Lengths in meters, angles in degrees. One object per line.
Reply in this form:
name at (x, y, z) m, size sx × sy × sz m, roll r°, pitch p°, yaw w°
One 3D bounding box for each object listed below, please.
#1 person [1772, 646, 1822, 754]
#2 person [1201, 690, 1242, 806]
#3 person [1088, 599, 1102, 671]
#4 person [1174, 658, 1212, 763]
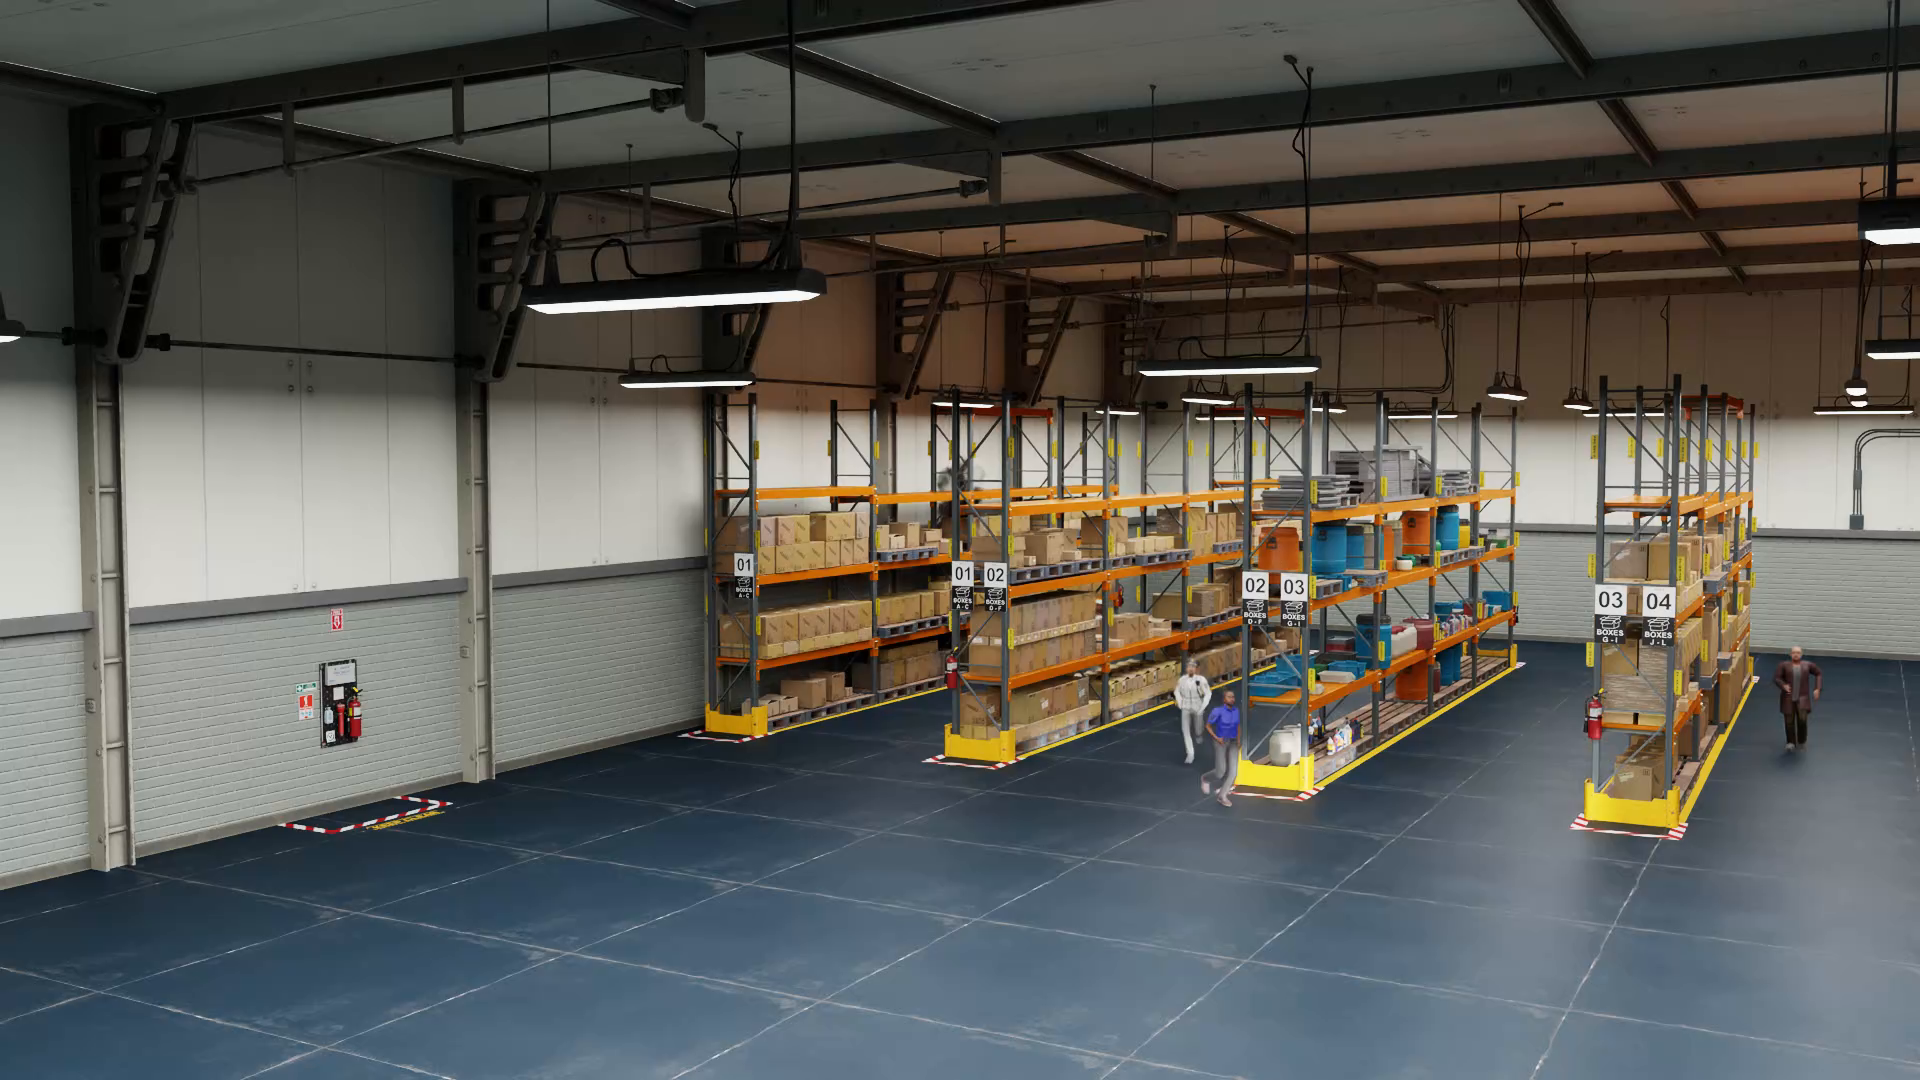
person at (13.801, 2.752, 27.431) m, size 0.738 × 1.602 × 0.751 m, roll 2°, pitch 3°, yaw 26°
person at (3.758, 2.927, 23.652) m, size 0.598 × 1.617 × 0.624 m, roll -1°, pitch 3°, yaw -22°
person at (2.933, 2.146, 36.020) m, size 0.664 × 1.734 × 0.692 m, roll 1°, pitch 3°, yaw 23°
person at (3.764, 2.745, 26.949) m, size 0.619 × 1.661 × 0.817 m, roll 1°, pitch 3°, yaw 14°
